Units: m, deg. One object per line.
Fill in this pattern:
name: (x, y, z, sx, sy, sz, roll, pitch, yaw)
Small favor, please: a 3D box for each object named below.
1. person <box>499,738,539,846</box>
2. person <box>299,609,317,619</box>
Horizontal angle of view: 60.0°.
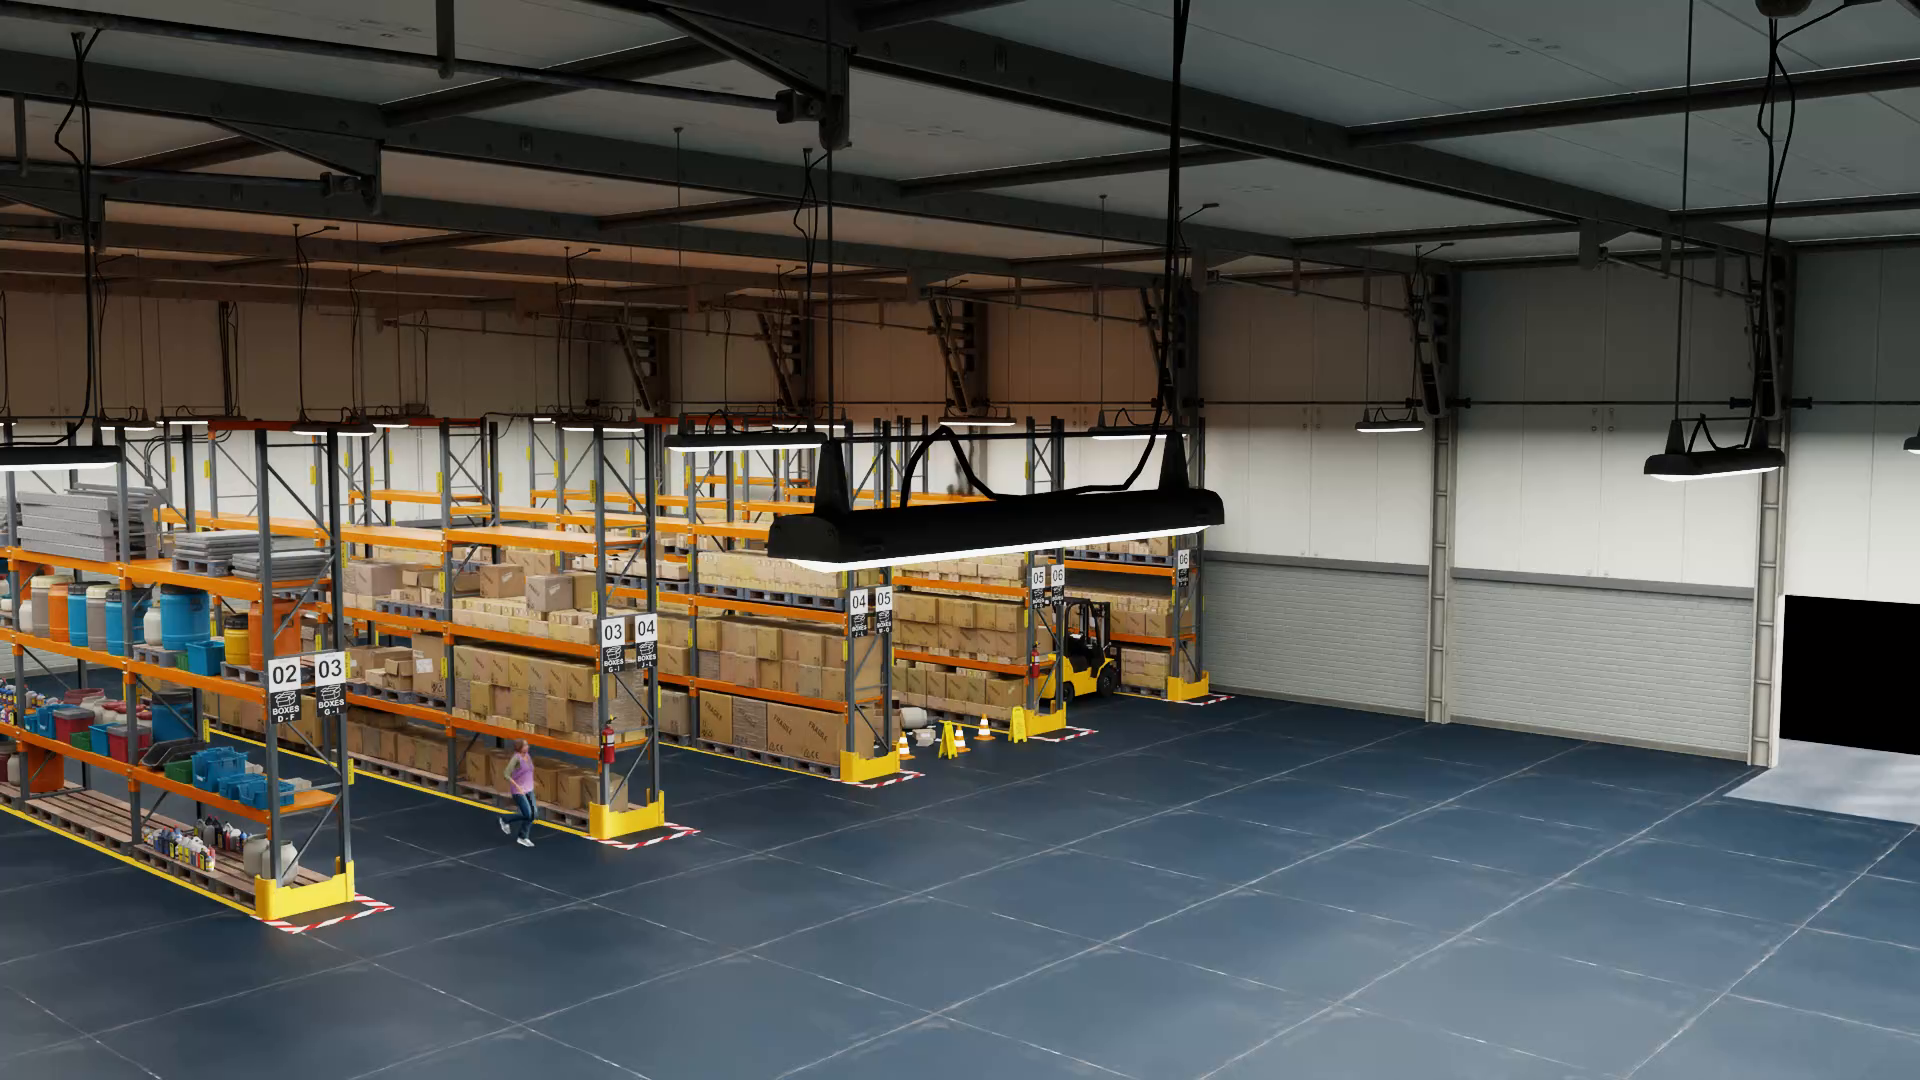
person: (-6.295, 3.598, 23.776, 0.505, 1.569, 0.547, 2, 5, 20)
person: (-14.838, 2.334, 37.664, 0.693, 1.746, 0.652, -3, 5, -29)
